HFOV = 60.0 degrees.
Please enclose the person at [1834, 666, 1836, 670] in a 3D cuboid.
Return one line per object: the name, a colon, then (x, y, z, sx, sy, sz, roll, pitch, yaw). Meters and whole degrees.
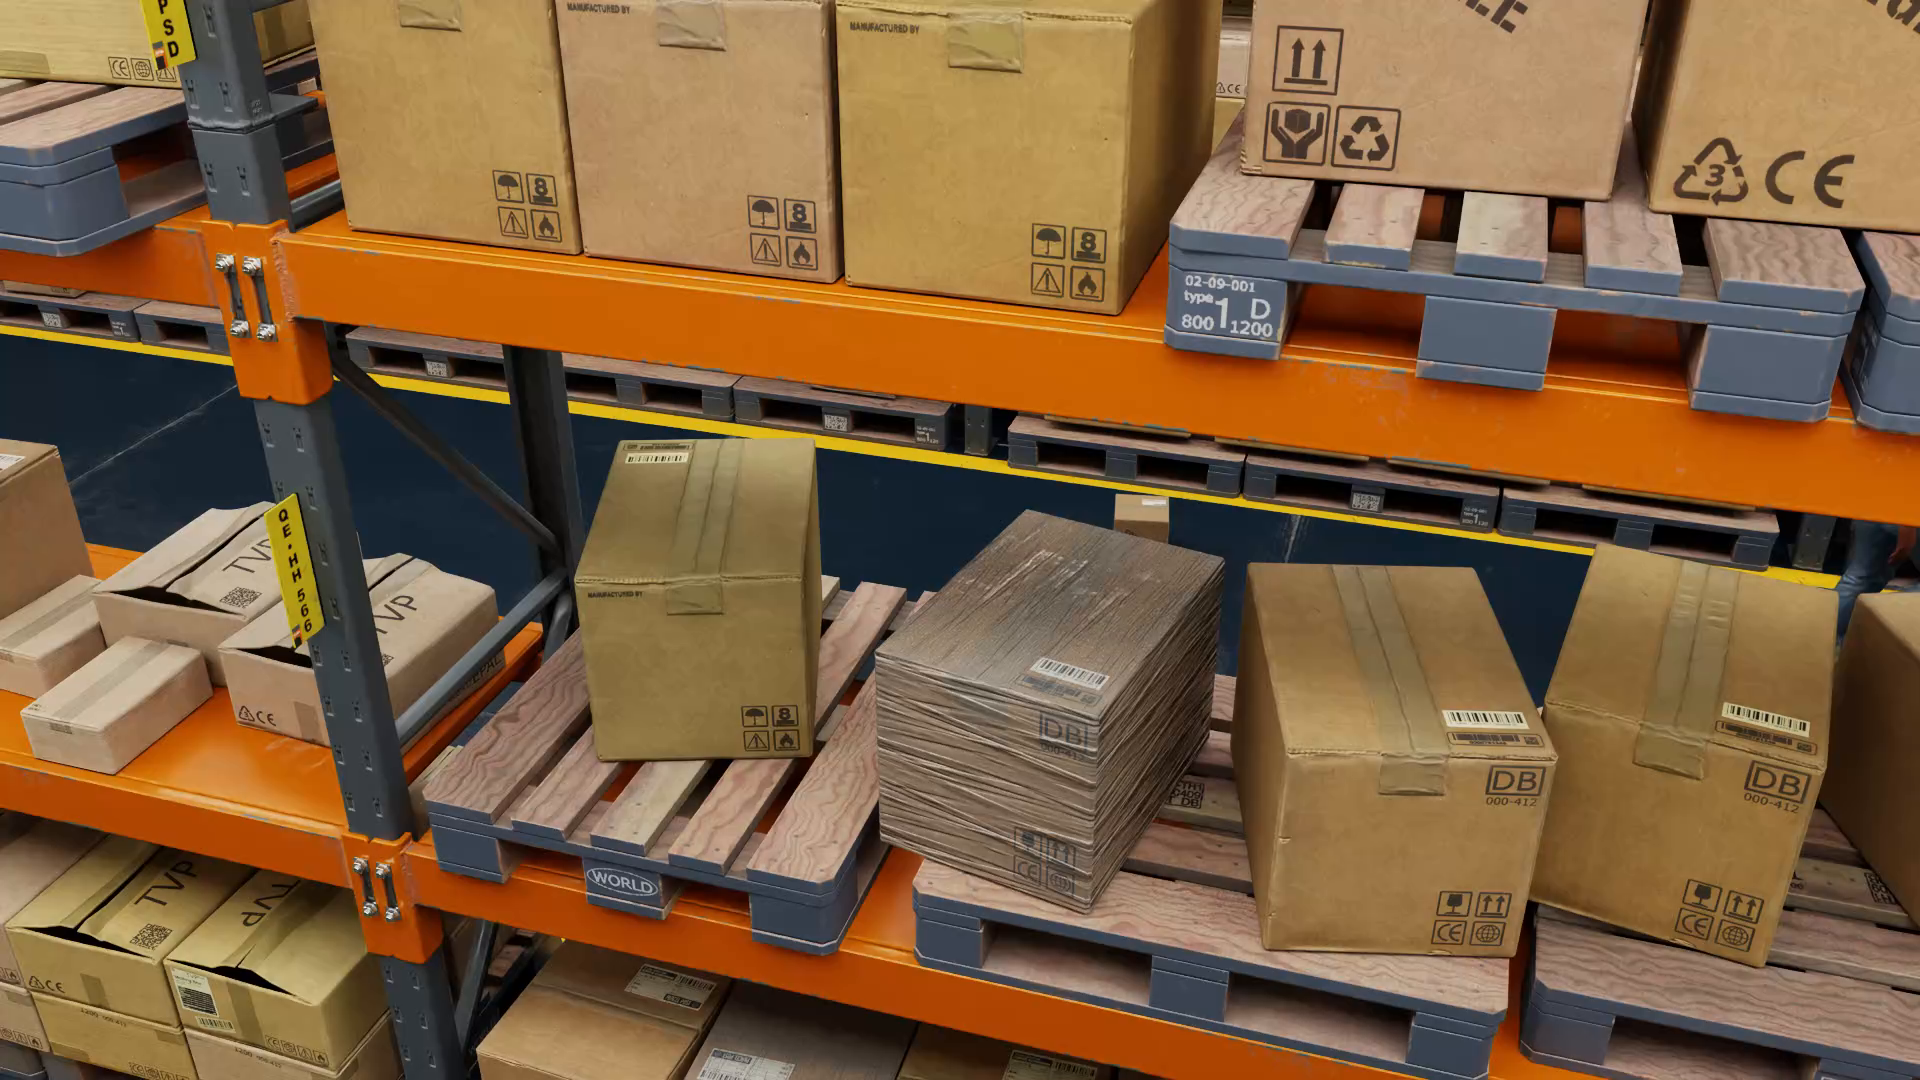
person: (-4.814, 2.499, 0.137, 15.978, 3.204, 15.445, 2, 29, 4)
